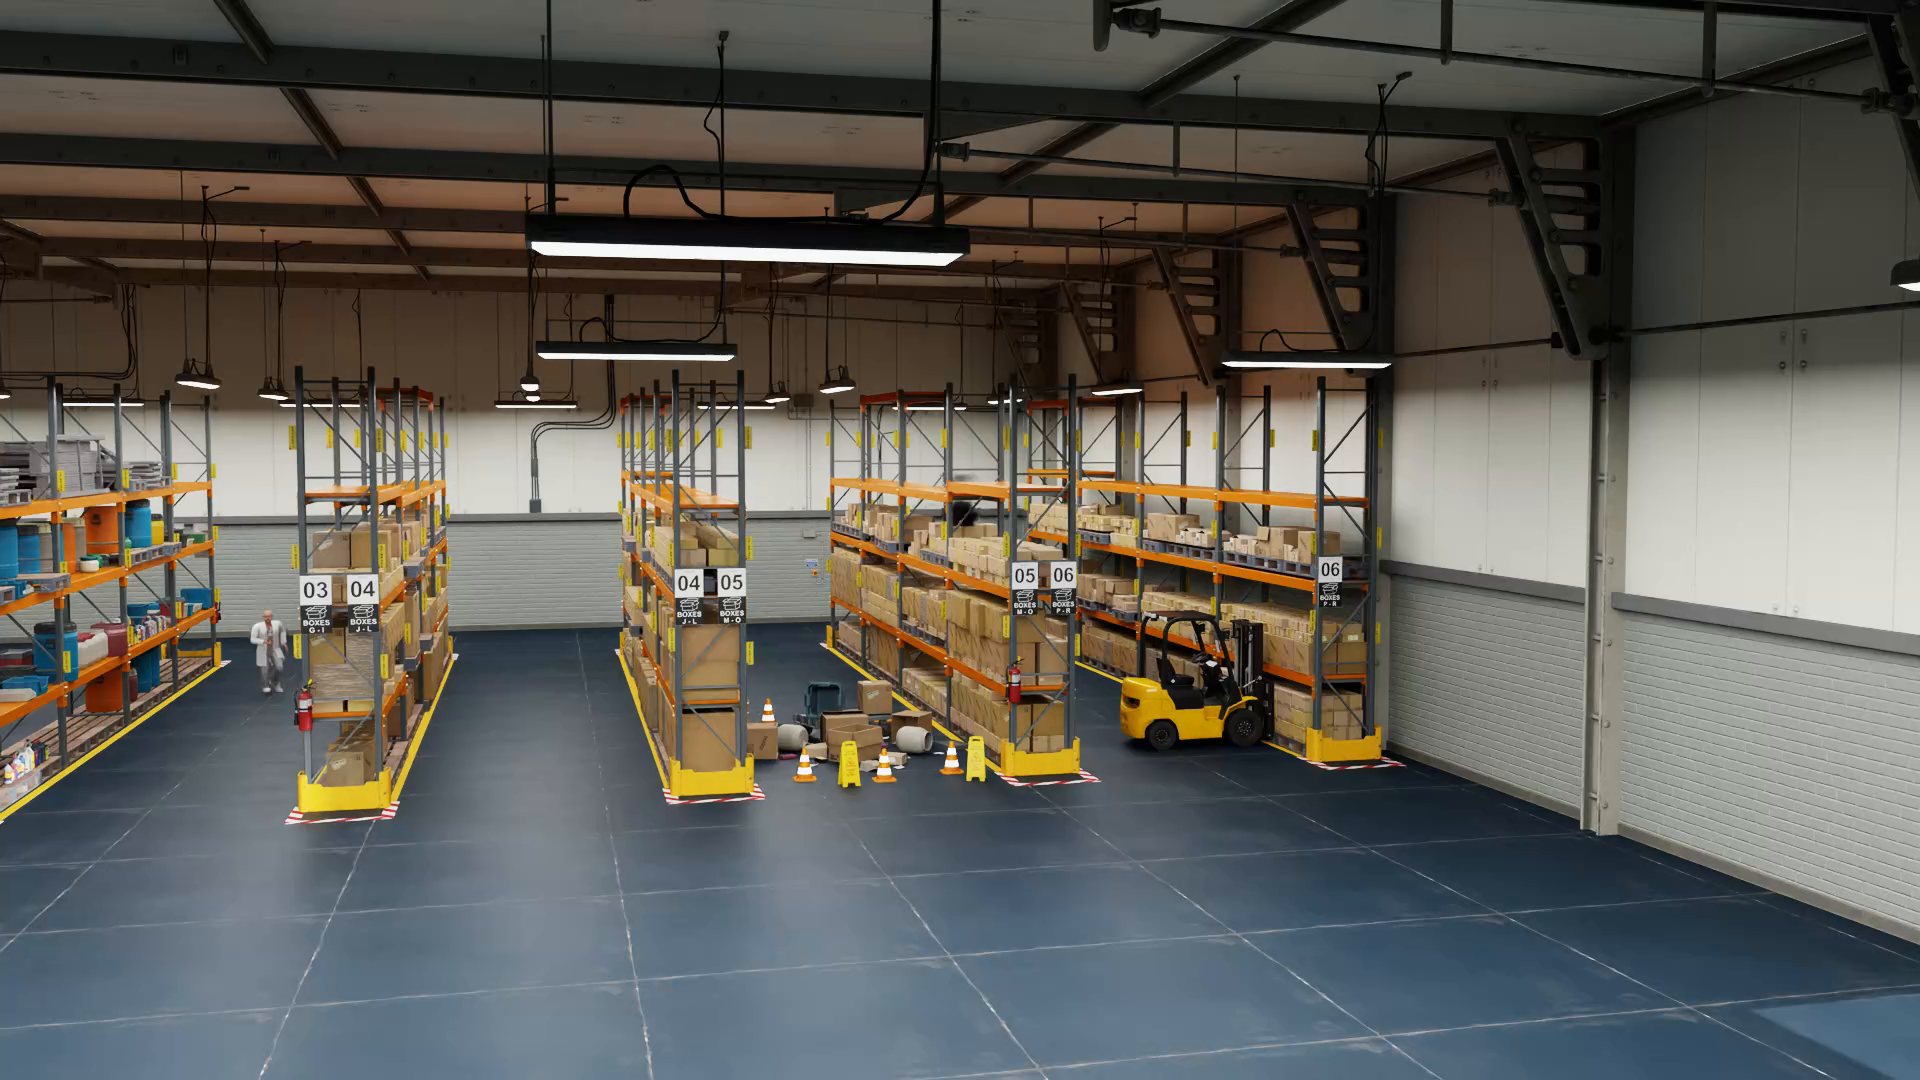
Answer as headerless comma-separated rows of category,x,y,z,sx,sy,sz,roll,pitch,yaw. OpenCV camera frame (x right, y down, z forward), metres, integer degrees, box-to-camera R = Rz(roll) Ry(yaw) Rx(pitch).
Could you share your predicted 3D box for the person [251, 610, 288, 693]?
person,-13.568,2.299,32.681,0.716,1.469,0.981,-2,4,-31
